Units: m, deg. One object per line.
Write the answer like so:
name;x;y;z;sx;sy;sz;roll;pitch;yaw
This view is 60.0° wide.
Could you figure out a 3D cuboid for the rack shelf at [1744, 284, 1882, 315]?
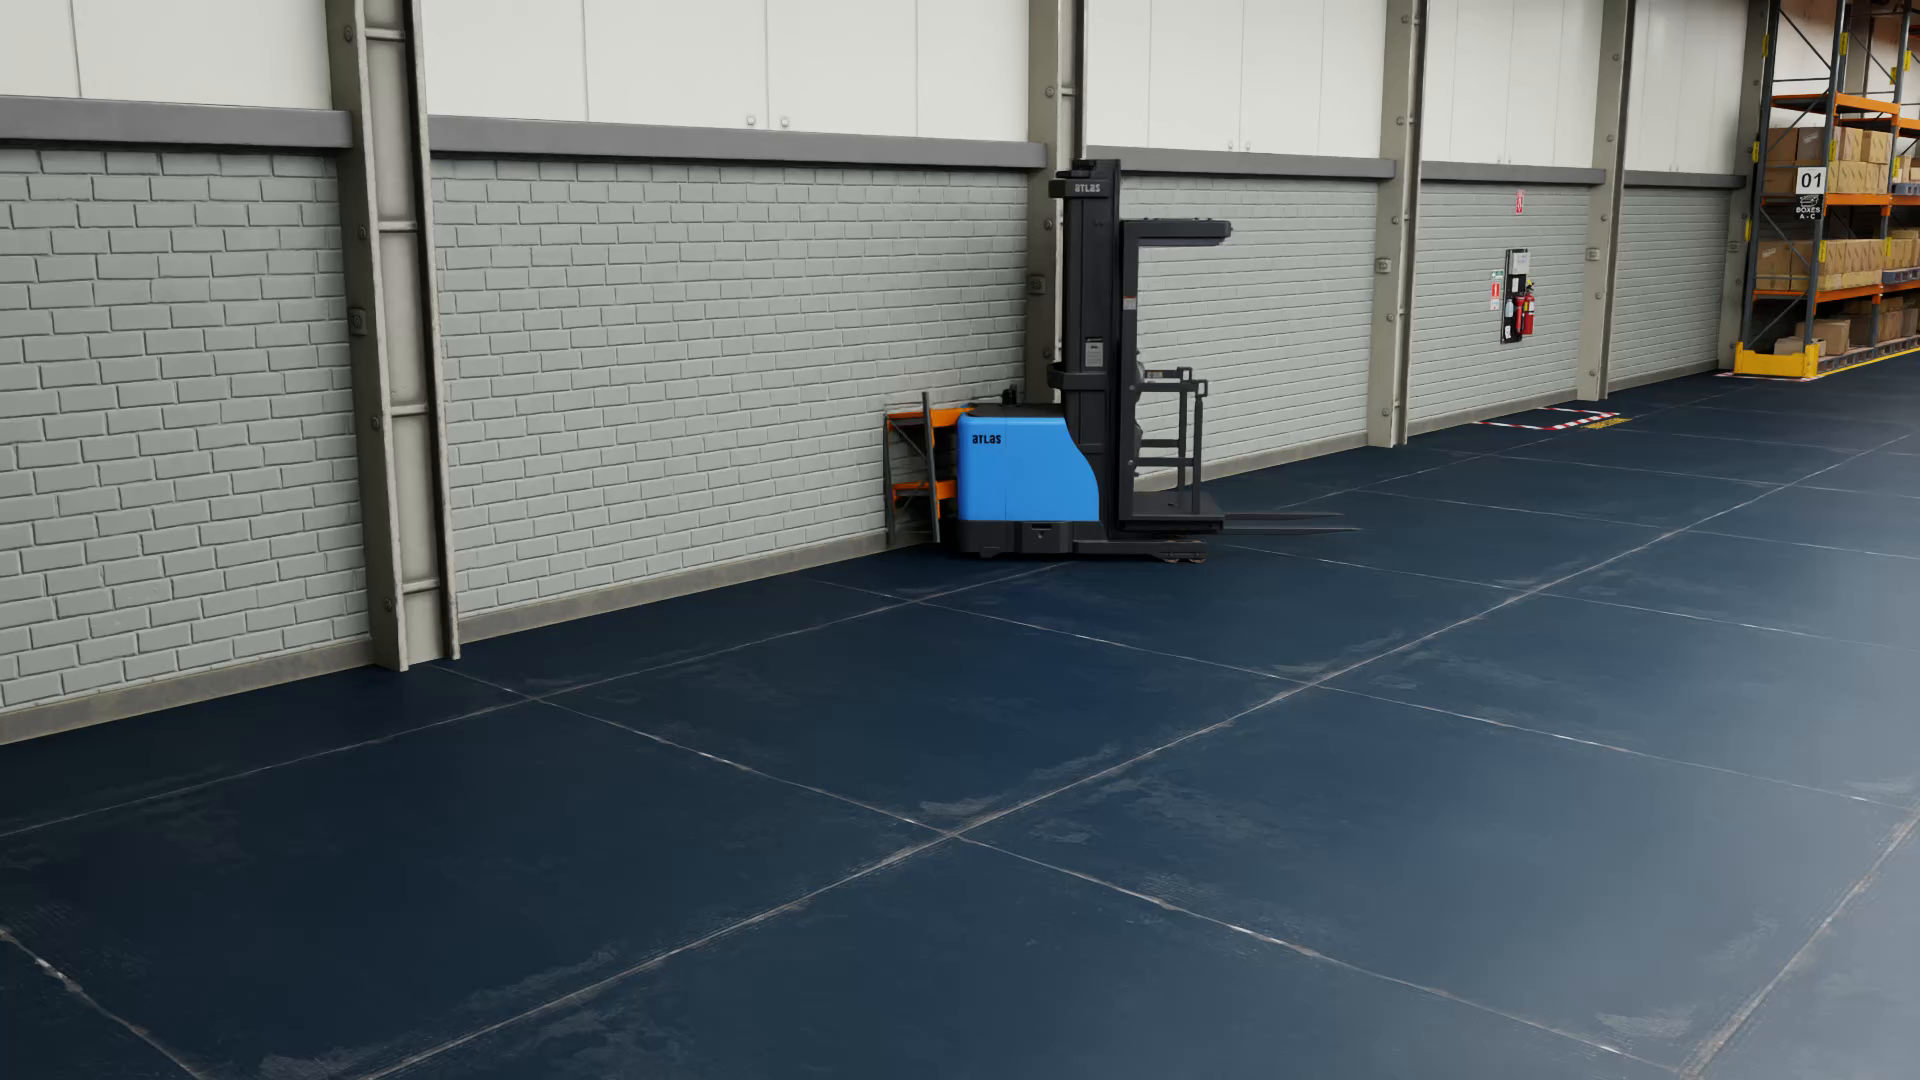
rack shelf;14.179;-4.028;27.557;1.077;0.370;4.000;10;15;40

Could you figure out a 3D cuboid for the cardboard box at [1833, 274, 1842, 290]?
cardboard box;13.752;-4.132;26.572;0.500;0.250;0.500;9;15;39

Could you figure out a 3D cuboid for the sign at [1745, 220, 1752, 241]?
sign;12.455;-4.884;26.243;0.100;0.325;0.005;10;15;40

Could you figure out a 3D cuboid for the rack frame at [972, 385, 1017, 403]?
rack frame;0.287;-0.662;13.262;0.500;1.125;0.032;0;7;42

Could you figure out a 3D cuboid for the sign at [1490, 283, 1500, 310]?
sign;6.608;-3.009;20.529;0.001;0.329;0.234;10;15;40

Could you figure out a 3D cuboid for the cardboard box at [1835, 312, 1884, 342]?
cardboard box;16.276;-3.858;30.128;0.700;0.500;0.500;9;15;39

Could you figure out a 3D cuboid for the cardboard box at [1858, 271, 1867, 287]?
cardboard box;14.759;-4.354;27.685;0.500;0.250;0.500;10;15;40

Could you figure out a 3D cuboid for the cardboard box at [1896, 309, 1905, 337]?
cardboard box;17.277;-4.080;31.240;0.700;0.500;0.500;10;15;40

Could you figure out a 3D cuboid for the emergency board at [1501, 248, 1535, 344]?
emergency board;7.051;-3.060;20.873;0.194;1.169;0.643;10;15;40

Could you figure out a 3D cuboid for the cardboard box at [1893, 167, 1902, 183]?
cardboard box;16.327;-6.469;29.438;0.500;0.311;0.500;10;15;42

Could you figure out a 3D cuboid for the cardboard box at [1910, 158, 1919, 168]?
cardboard box;18.411;-7.077;31.947;0.700;0.500;0.500;8;14;36

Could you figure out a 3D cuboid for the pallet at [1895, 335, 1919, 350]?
pallet;17.623;-3.781;31.605;1.003;0.211;1.213;10;15;40

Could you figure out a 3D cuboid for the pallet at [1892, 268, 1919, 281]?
pallet;16.864;-4.873;30.440;1.003;0.211;1.213;10;15;40

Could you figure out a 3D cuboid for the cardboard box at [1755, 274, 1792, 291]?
cardboard box;13.022;-4.117;26.496;0.500;0.250;0.500;10;15;41

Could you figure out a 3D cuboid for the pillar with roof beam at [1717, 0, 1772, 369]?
pillar with roof beam;15.905;-6.687;23.714;9.100;9.000;0.400;10;15;40

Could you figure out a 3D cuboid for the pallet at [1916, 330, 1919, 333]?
pallet;18.717;-4.002;32.711;1.003;0.211;1.213;10;15;40

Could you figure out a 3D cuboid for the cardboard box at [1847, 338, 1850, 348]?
cardboard box;15.169;-3.419;28.781;0.380;0.166;0.250;7;14;33

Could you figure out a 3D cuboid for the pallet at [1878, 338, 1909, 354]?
pallet;16.818;-3.603;30.710;1.003;0.211;1.213;10;15;40

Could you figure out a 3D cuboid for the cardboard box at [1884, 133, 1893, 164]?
cardboard box;15.373;-6.586;28.012;0.500;0.500;0.500;8;14;36

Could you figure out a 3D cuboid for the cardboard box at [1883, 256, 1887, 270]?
cardboard box;15.861;-5.010;29.260;0.700;0.500;0.500;10;15;41

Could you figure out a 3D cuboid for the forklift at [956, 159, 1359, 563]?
forklift;1.492;-1.372;12.596;3.031;2.935;1.130;0;11;1

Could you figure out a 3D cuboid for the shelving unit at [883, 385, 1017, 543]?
shelving unit;-0.049;-0.602;12.886;0.538;1.125;1.048;0;7;42

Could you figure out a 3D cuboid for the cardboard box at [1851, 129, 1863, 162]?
cardboard box;13.995;-6.276;26.458;0.500;0.500;0.500;10;15;42

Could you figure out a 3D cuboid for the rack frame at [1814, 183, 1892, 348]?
rack frame;15.500;-4.675;28.960;1.000;3.000;0.127;10;15;40

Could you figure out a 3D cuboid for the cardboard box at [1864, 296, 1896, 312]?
cardboard box;16.945;-4.357;30.709;0.500;0.250;0.500;10;15;40

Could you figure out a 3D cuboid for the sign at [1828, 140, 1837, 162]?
sign;13.267;-5.916;25.283;0.100;0.325;0.005;10;15;40

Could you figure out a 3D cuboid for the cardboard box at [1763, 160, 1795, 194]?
cardboard box;12.944;-5.711;26.179;0.500;0.500;0.500;-11;16;-43

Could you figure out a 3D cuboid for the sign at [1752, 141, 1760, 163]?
sign;12.455;-6.066;26.007;0.100;0.325;0.005;10;15;40

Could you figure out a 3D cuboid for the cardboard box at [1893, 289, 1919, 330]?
cardboard box;18.724;-4.507;32.532;0.750;0.750;0.750;10;15;40

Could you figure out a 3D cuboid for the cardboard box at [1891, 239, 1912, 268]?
cardboard box;17.032;-5.272;30.568;0.700;0.500;0.500;10;15;40

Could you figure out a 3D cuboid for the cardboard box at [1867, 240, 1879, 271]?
cardboard box;15.095;-4.795;27.979;0.500;0.500;0.500;10;15;40

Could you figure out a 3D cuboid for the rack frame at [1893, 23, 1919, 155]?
rack frame;18.140;-8.205;31.319;1.000;3.000;0.127;10;15;40

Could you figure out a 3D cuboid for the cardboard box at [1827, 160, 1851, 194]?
cardboard box;13.649;-5.708;26.165;0.500;0.500;0.500;-11;16;-44

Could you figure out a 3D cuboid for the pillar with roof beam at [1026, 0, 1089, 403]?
pillar with roof beam;4.023;-4.038;10.455;9.100;9.000;0.400;10;15;40

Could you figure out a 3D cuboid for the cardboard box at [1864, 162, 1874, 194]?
cardboard box;14.671;-5.939;27.325;0.500;0.500;0.500;9;14;38

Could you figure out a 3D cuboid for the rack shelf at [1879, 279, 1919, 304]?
rack shelf;16.820;-4.617;30.503;1.077;0.370;4.000;10;15;40

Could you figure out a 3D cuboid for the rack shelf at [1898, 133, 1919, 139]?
rack shelf;19.460;-7.951;32.901;1.077;0.370;4.000;10;15;40

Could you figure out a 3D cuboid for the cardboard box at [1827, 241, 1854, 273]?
cardboard box;14.080;-4.569;26.844;0.500;0.500;0.500;9;14;39

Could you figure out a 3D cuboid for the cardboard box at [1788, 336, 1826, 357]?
cardboard box;13.760;-3.158;27.105;0.500;0.311;0.500;-11;15;-43

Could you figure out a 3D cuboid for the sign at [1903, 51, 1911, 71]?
sign;15.895;-8.041;27.908;0.100;0.325;0.005;10;15;40

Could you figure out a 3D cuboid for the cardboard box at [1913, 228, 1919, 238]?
cardboard box;18.652;-5.874;31.981;0.500;0.250;0.500;10;15;42

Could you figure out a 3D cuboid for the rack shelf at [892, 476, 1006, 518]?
rack shelf;-0.031;-0.359;12.908;0.538;0.278;1.000;0;7;42
